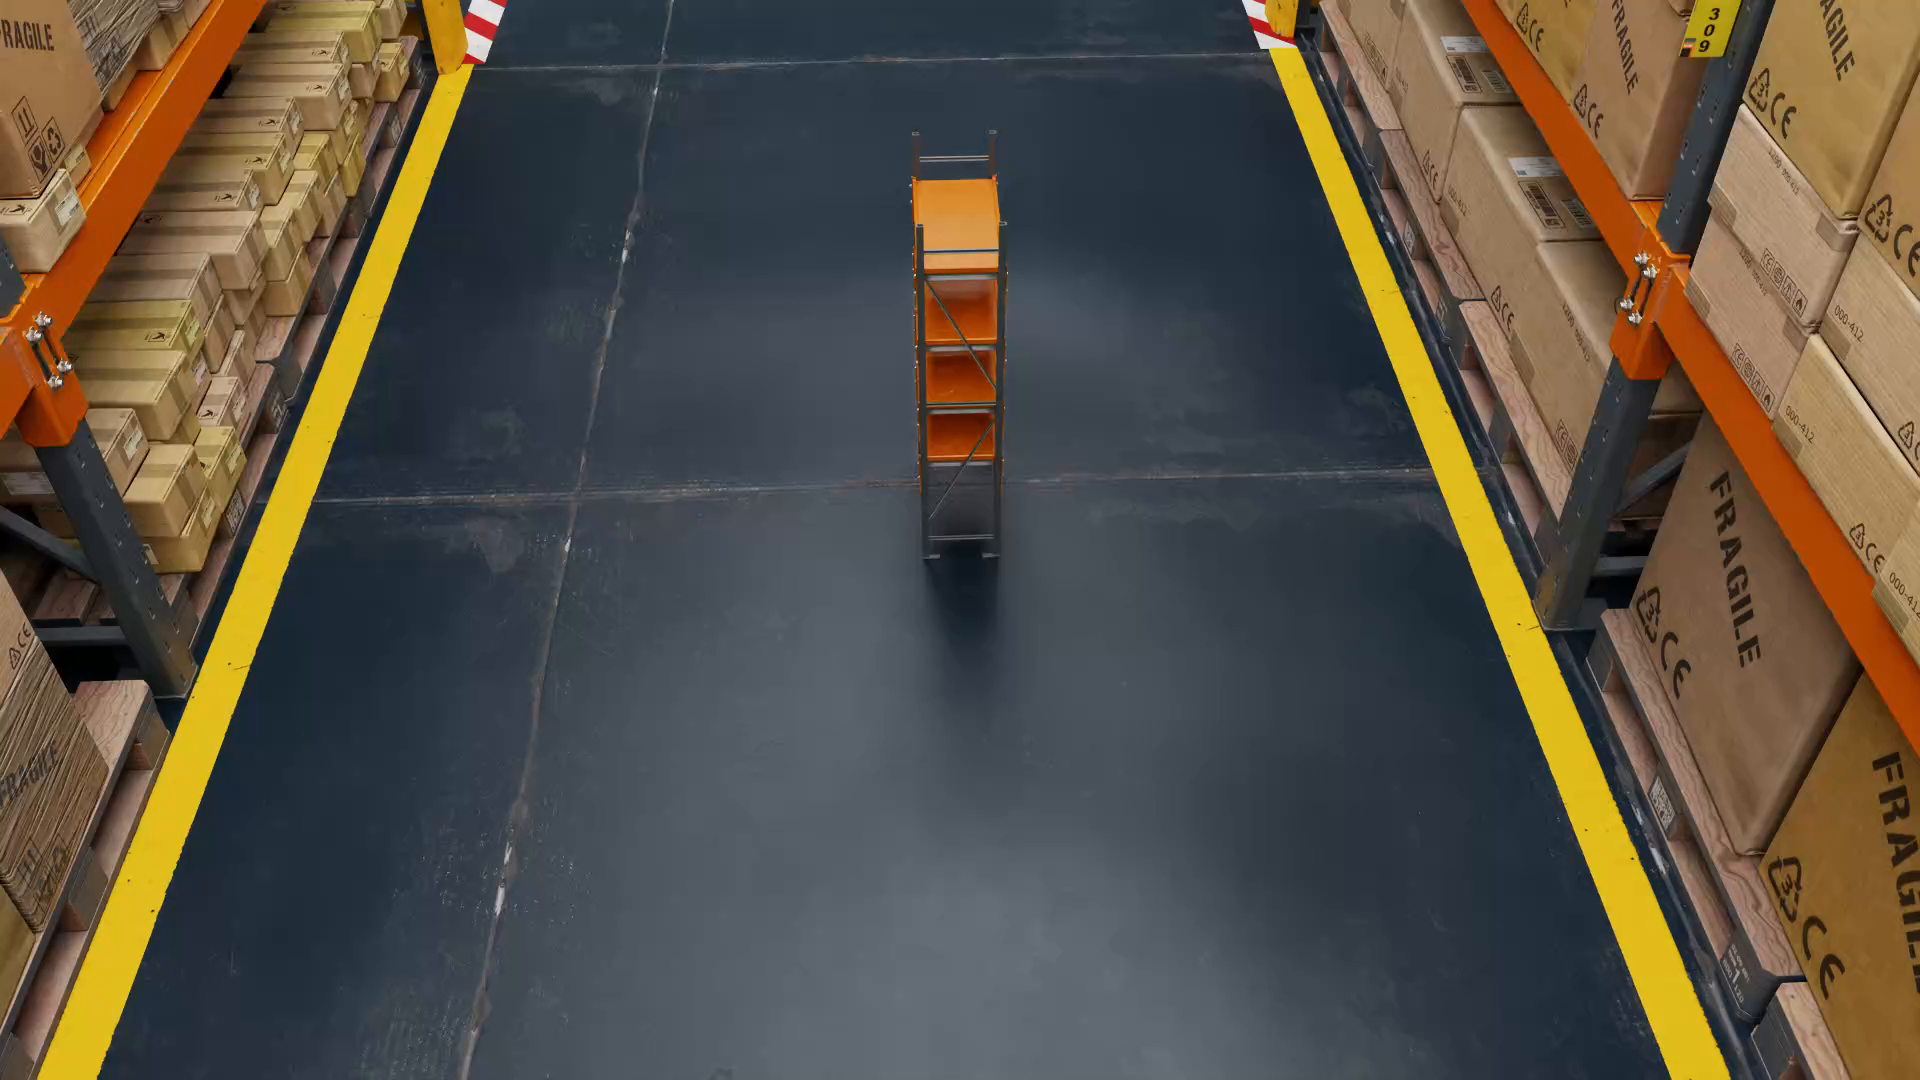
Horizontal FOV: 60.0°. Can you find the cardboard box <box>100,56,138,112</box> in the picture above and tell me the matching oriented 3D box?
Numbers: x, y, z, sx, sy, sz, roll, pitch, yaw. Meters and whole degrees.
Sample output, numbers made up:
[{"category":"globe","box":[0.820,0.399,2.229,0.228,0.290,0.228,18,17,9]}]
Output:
[{"category":"cardboard box","box":[-2.549,-1.316,4.652,0.380,0.149,0.250,-3,43,-4]}]

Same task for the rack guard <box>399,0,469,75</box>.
[{"category":"rack guard","box":[-2.876,-2.401,7.500,1.175,0.500,0.348,-2,43,-2]}]

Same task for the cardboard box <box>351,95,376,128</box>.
[{"category":"cardboard box","box":[-2.611,-1.777,6.768,0.380,0.149,0.250,-2,43,-2]}]

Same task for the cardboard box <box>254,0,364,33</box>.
[{"category":"cardboard box","box":[-2.650,-2.176,6.763,0.380,0.149,0.250,-1,43,-1]}]

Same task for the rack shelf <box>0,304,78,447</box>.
[{"category":"rack shelf","box":[-2.625,0.942,2.535,1.077,0.370,4.000,-2,43,-2]}]

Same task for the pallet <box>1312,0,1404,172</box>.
[{"category":"pallet","box":[2.174,-2.019,7.296,1.003,0.211,1.213,-2,43,-2]}]

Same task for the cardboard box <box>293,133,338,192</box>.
[{"category":"cardboard box","box":[-2.521,-1.366,6.099,0.380,0.149,0.250,0,43,0]}]

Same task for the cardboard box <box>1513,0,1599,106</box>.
[{"category":"cardboard box","box":[1.929,-1.574,4.673,0.500,0.500,0.500,-3,43,-3]}]

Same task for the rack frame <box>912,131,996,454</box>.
[{"category":"rack frame","box":[-0.017,-0.719,5.146,0.240,1.200,0.015,-2,43,-2]}]

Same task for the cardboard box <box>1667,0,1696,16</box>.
[{"category":"cardboard box","box":[1.936,-1.600,3.962,0.500,0.500,0.500,-2,43,-2]}]

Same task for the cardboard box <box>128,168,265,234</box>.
[{"category":"cardboard box","box":[-2.587,-1.124,5.615,0.380,0.149,0.250,-3,43,-4]}]

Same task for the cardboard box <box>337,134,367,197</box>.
[{"category":"cardboard box","box":[-2.514,-1.440,6.401,0.380,0.149,0.250,-3,43,-4]}]

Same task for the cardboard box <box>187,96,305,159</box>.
[{"category":"cardboard box","box":[-2.597,-1.467,5.990,0.380,0.149,0.250,-3,43,-3]}]

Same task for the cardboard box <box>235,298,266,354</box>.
[{"category":"cardboard box","box":[-2.585,-0.729,5.625,0.380,0.149,0.250,-3,43,-4]}]

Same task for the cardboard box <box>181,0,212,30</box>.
[{"category":"cardboard box","box":[-2.499,-1.669,5.037,0.380,0.149,0.250,0,43,0]}]

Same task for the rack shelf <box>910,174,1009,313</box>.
[{"category":"rack shelf","box":[-0.007,-0.844,4.701,0.258,0.148,0.480,-2,43,-2]}]

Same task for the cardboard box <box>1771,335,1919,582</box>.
[{"category":"cardboard box","box":[2.010,-0.175,3.332,0.500,0.250,0.500,-3,43,-3]}]

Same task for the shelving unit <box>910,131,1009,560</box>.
[{"category":"shelving unit","box":[-0.007,-0.554,4.966,0.258,1.200,0.503,-2,43,-2]}]

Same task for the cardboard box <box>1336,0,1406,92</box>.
[{"category":"cardboard box","box":[2.190,-2.352,7.181,0.875,0.438,0.875,-3,43,-3]}]

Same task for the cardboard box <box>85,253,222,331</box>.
[{"category":"cardboard box","box":[-2.564,-0.768,5.226,0.380,0.149,0.250,-3,43,-3]}]

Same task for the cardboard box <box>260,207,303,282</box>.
[{"category":"cardboard box","box":[-2.496,-1.014,5.715,0.380,0.149,0.250,-2,43,-2]}]

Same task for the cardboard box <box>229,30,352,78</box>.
[{"category":"cardboard box","box":[-2.565,-1.828,6.383,0.380,0.149,0.250,-3,43,-4]}]

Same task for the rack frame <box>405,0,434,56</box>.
[{"category":"rack frame","box":[-2.879,-3.374,6.711,1.000,3.000,0.127,-2,43,-2]}]

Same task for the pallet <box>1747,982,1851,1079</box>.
[{"category":"pallet","box":[2.395,1.488,3.470,1.003,0.211,1.213,-2,43,-2]}]

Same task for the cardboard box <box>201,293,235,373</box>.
[{"category":"cardboard box","box":[-2.561,-0.655,5.324,0.380,0.149,0.250,-4,43,-4]}]

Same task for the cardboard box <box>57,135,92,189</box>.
[{"category":"cardboard box","box":[-2.480,-0.954,4.257,0.380,0.149,0.250,0,43,-1]}]

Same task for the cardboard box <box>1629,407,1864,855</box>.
[{"category":"cardboard box","box":[2.338,0.161,4.116,0.875,0.875,0.875,0,43,0]}]

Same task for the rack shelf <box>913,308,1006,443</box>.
[{"category":"rack shelf","box":[-0.007,-0.504,5.012,0.258,0.148,0.480,-2,43,-2]}]

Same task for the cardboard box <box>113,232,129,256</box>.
[{"category":"cardboard box","box":[-3.028,-0.979,5.677,0.380,0.149,0.250,-4,43,-4]}]

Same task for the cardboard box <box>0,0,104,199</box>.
[{"category":"cardboard box","box":[-2.479,-1.162,4.003,0.500,0.500,0.500,-2,43,-3]}]

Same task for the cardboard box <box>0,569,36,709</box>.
[{"category":"cardboard box","box":[-2.425,0.312,3.674,0.500,0.250,0.500,-3,43,-3]}]

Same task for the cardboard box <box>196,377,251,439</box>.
[{"category":"cardboard box","box":[-2.478,-0.379,5.242,0.380,0.149,0.250,-2,43,-2]}]

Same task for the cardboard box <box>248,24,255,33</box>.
[{"category":"cardboard box","box":[-3.065,-2.151,6.736,0.380,0.149,0.250,-1,43,-1]}]

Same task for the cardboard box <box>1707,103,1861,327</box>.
[{"category":"cardboard box","box":[1.969,-0.708,3.543,0.500,0.250,0.500,-3,43,-3]}]

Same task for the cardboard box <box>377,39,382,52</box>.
[{"category":"cardboard box","box":[-2.615,-2.062,6.858,0.380,0.149,0.250,-3,43,-3]}]

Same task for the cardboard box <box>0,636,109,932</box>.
[{"category":"cardboard box","box":[-2.426,0.585,3.931,0.500,0.500,0.500,-2,43,-3]}]

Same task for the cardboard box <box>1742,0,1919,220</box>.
[{"category":"cardboard box","box":[1.963,-0.984,3.290,0.500,0.500,0.500,-1,43,-1]}]

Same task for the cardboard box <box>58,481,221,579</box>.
[{"category":"cardboard box","box":[-2.404,-0.033,4.865,0.380,0.149,0.250,-3,43,-4]}]

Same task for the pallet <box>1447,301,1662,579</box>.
[{"category":"pallet","box":[2.278,-0.372,5.499,1.003,0.211,1.213,-2,43,-2]}]

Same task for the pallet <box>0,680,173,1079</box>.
[{"category":"pallet","box":[-2.675,0.880,4.134,1.003,0.211,1.213,-2,43,-2]}]

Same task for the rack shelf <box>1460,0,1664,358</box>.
[{"category":"rack shelf","box":[2.147,-1.969,5.711,1.077,0.370,4.000,-2,43,-2]}]

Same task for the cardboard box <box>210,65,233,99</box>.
[{"category":"cardboard box","box":[-3.060,-1.877,6.657,0.380,0.149,0.250,-1,43,-1]}]

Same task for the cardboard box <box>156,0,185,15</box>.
[{"category":"cardboard box","box":[-2.492,-1.837,4.740,0.500,0.500,0.500,-2,43,-3]}]

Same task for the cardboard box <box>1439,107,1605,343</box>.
[{"category":"cardboard box","box":[2.274,-1.126,5.843,0.875,0.438,0.875,-3,43,-3]}]

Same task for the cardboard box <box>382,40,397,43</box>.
[{"category":"cardboard box","box":[-2.649,-2.129,7.151,0.380,0.149,0.250,-1,43,-1]}]

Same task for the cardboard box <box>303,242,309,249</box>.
[{"category":"cardboard box","box":[-2.587,-1.082,6.010,0.380,0.149,0.250,-1,43,-1]}]

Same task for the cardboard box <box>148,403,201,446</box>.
[{"category":"cardboard box","box":[-2.506,-0.309,4.947,0.380,0.149,0.250,-1,43,-1]}]

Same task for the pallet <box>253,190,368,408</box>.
[{"category":"pallet","box":[-2.828,-0.924,6.102,1.003,0.211,1.213,-2,43,-2]}]

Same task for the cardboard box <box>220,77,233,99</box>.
[{"category":"cardboard box","box":[-2.639,-1.704,6.468,0.380,0.149,0.250,-2,43,-2]}]

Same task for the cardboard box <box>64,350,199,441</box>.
[{"category":"cardboard box","box":[-2.470,-0.423,4.850,0.380,0.149,0.250,0,43,0]}]

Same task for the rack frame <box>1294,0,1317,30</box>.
[{"category":"rack frame","box":[2.062,-3.584,6.941,1.000,3.000,0.127,-2,43,-2]}]
